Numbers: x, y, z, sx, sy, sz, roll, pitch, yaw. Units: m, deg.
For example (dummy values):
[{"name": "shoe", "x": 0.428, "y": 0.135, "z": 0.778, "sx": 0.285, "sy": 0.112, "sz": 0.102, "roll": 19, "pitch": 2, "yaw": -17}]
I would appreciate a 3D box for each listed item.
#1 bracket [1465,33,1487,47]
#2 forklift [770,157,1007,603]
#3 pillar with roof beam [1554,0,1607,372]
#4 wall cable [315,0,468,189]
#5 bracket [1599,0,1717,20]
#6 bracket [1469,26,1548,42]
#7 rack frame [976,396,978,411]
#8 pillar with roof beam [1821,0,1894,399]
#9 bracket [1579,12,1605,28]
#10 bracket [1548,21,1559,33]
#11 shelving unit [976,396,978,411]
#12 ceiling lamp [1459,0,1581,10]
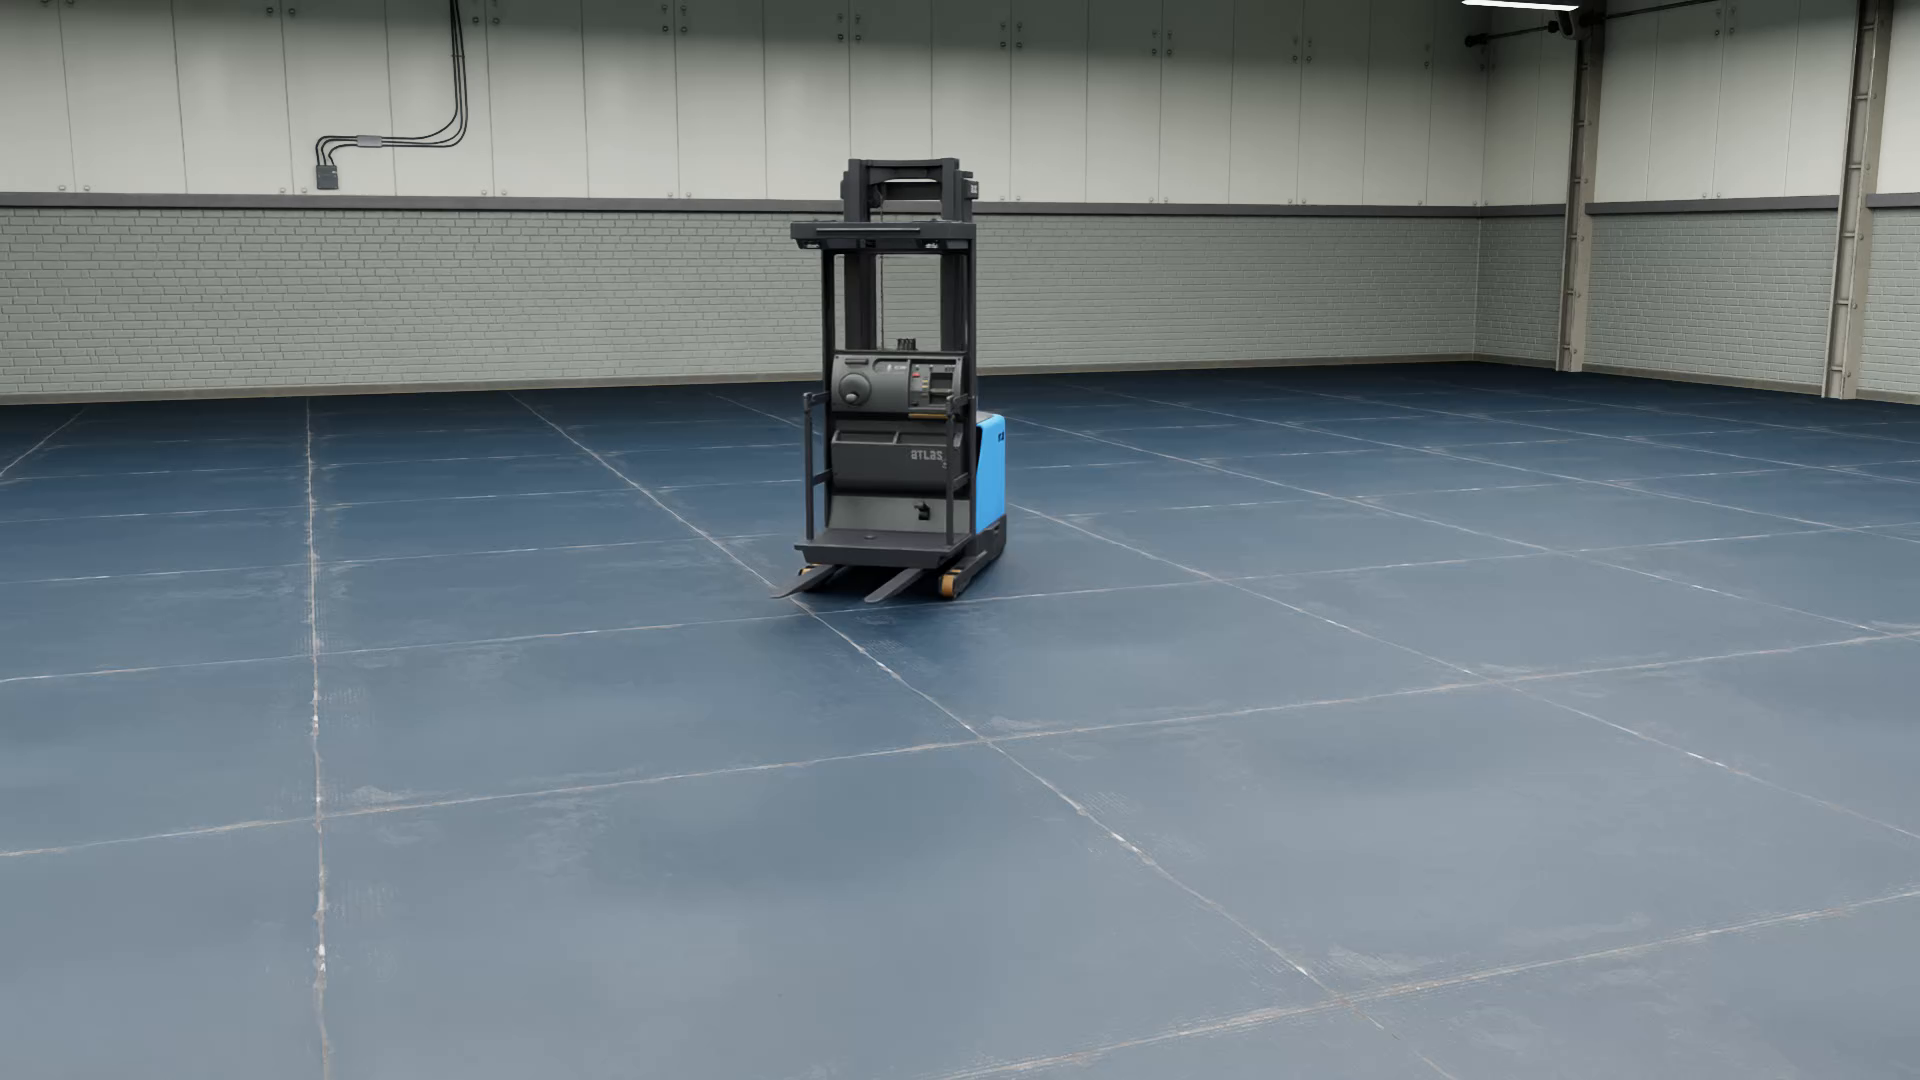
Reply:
[{"name": "bracket", "x": 10.147, "y": -9.824, "z": 32.677, "sx": 0.235, "sy": 0.232, "sz": 0.430, "roll": -4, "pitch": 11, "yaw": -21}, {"name": "forklift", "x": -0.485, "y": -1.120, "z": 11.349, "sx": 1.130, "sy": 2.935, "sz": 3.031, "roll": 2, "pitch": 10, "yaw": 13}, {"name": "pillar with roof beam", "x": 7.474, "y": -7.347, "z": 29.028, "sx": 9.100, "sy": 9.000, "sz": 0.548, "roll": -4, "pitch": 11, "yaw": -21}, {"name": "wall cable", "x": -8.853, "y": -8.460, "z": 25.575, "sx": 2.305, "sy": 6.003, "sz": 0.169, "roll": -4, "pitch": 11, "yaw": -21}, {"name": "bracket", "x": 12.240, "y": -8.881, "z": 27.377, "sx": 0.076, "sy": 0.066, "sz": 4.783, "roll": -4, "pitch": 11, "yaw": -21}, {"name": "bracket", "x": 10.361, "y": -9.728, "z": 32.135, "sx": 0.076, "sy": 0.066, "sz": 3.189, "roll": -4, "pitch": 11, "yaw": -21}, {"name": "rack frame", "x": 0.028, "y": -0.578, "z": 13.244, "sx": 0.240, "sy": 1.200, "sz": 0.006, "roll": -4, "pitch": 11, "yaw": -21}, {"name": "pillar with roof beam", "x": 9.649, "y": -6.368, "z": 23.522, "sx": 9.100, "sy": 9.000, "sz": 0.400, "roll": -4, "pitch": 11, "yaw": -21}, {"name": "bracket", "x": 11.306, "y": -9.302, "z": 29.741, "sx": 0.235, "sy": 0.232, "sz": 0.430, "roll": -4, "pitch": 11, "yaw": -21}, {"name": "bracket", "x": 11.005, "y": -9.437, "z": 30.502, "sx": 0.235, "sy": 0.232, "sz": 0.430, "roll": -4, "pitch": 11, "yaw": -21}, {"name": "shelving unit", "x": -0.005, "y": -0.593, "z": 13.328, "sx": 0.258, "sy": 1.200, "sz": 0.189, "roll": -4, "pitch": 11, "yaw": -21}, {"name": "ceiling lamp", "x": 8.264, "y": -9.548, "z": 24.737, "sx": 2.000, "sy": 3.185, "sz": 0.800, "roll": -4, "pitch": 11, "yaw": -21}]
